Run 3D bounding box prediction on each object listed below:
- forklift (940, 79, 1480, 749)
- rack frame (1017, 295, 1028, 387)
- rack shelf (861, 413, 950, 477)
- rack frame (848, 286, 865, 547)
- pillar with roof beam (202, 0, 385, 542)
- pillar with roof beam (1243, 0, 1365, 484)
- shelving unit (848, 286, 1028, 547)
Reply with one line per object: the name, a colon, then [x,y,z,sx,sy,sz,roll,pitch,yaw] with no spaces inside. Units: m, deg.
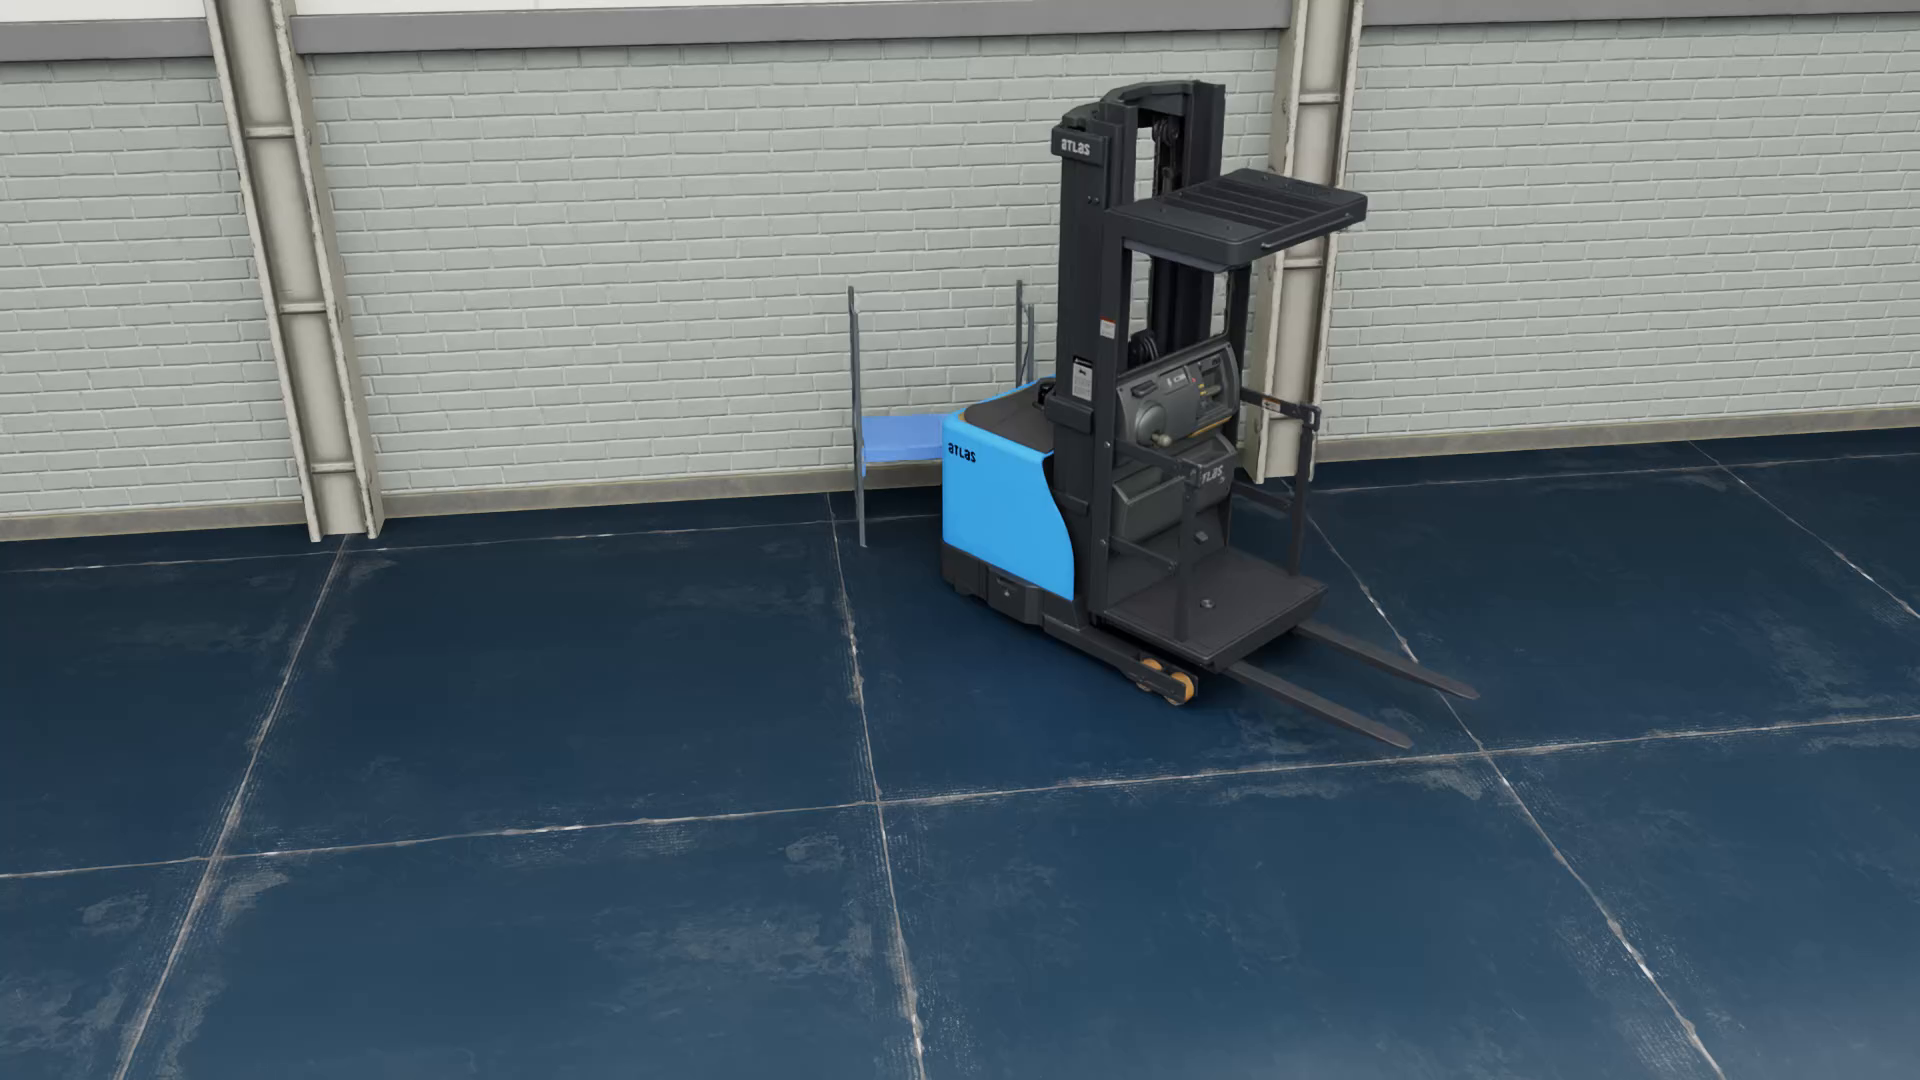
forklift: [1.280,-0.718,8.439,1.130,2.935,3.031,-24,36,-39]
rack frame: [0.386,-0.792,10.150,0.013,1.308,0.475,-3,27,-6]
rack shelf: [-0.118,-0.604,10.177,1.000,0.185,0.538,-3,27,-6]
rack frame: [-0.623,-0.736,10.042,0.032,1.500,0.500,-3,27,-6]
pillar with roof beam: [-3.218,-2.127,4.539,0.400,9.000,9.100,-4,27,-7]
pillar with roof beam: [2.724,-2.509,5.282,0.400,9.000,9.100,-4,27,-7]
shelving unit: [-0.123,-0.763,10.095,1.039,1.500,0.538,-3,27,-6]
